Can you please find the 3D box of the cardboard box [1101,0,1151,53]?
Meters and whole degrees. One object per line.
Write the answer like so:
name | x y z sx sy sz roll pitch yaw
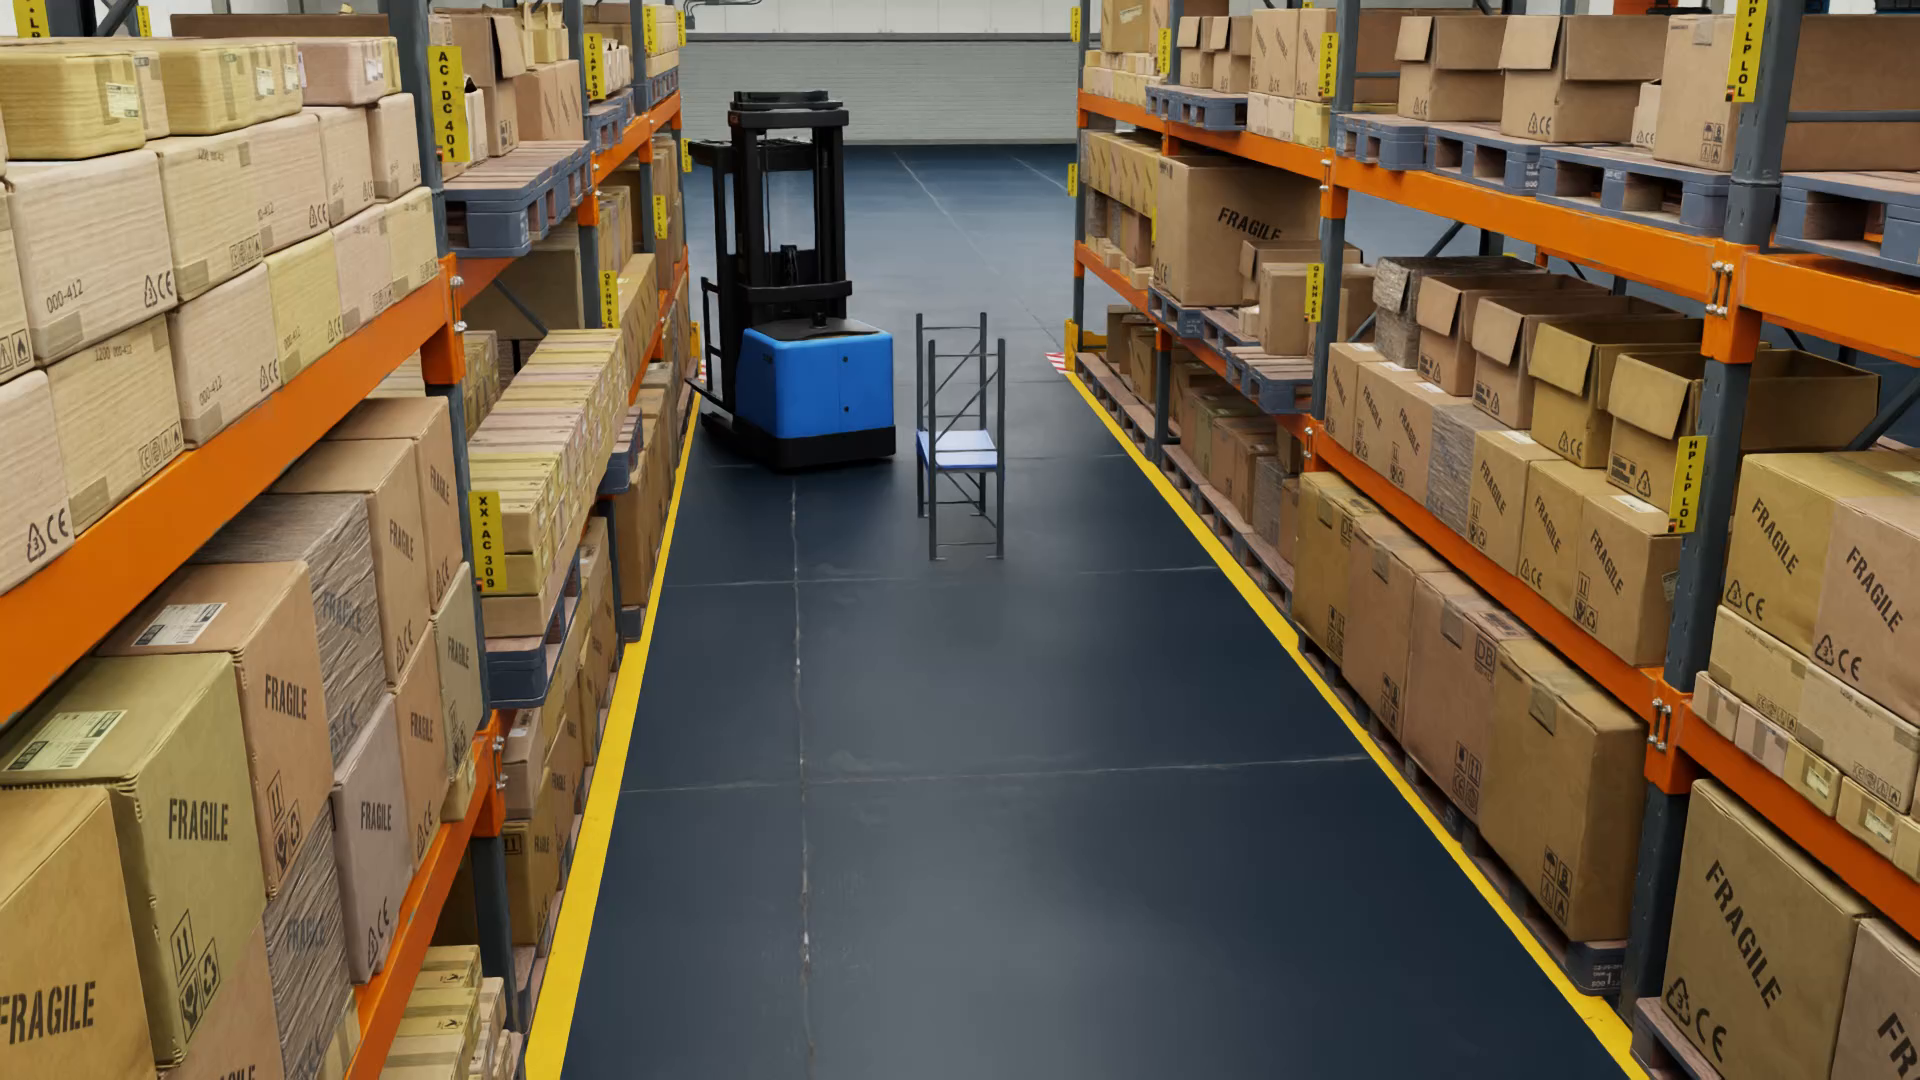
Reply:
cardboard box | 1.570 -4.670 15.039 0.500 0.500 0.500 -2 18 -6

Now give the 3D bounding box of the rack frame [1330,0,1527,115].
rack frame | 2.510 -3.740 8.567 1.000 3.000 0.127 -2 18 -6

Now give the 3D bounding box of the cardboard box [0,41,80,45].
cardboard box | -2.173 -1.023 3.671 0.380 0.149 0.250 -2 18 -7

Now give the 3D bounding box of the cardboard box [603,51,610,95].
cardboard box | -2.341 -2.734 9.753 0.500 0.250 0.500 -1 17 -4

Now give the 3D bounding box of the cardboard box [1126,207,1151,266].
cardboard box | 1.945 -2.691 14.578 0.875 0.500 0.500 -2 18 -6

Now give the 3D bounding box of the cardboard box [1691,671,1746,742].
cardboard box | 2.623 0.532 5.394 0.380 0.149 0.250 -2 18 -6

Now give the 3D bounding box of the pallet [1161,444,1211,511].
pallet | 2.180 -0.507 12.941 1.003 0.211 1.213 -2 18 -6

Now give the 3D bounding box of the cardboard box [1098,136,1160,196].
cardboard box | 1.569 -3.458 15.350 0.500 0.500 0.500 -2 18 -6

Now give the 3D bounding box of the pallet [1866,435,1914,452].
pallet | 7.144 -0.660 13.425 1.003 0.211 1.213 -2 18 -6

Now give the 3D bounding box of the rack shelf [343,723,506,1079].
rack shelf | -1.815 1.376 3.487 1.077 0.370 4.000 -2 18 -6

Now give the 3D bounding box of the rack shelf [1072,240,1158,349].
rack shelf | 1.892 -2.322 15.267 1.077 0.370 4.000 -2 18 -6

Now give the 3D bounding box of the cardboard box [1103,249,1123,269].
cardboard box | 1.536 -2.599 15.368 0.380 0.149 0.250 -2 18 -6

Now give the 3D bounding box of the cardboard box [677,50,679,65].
cardboard box | -2.887 -4.609 15.894 0.380 0.149 0.250 -2 18 -6

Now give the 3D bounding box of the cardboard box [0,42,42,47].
cardboard box | -2.126 -0.947 3.428 0.380 0.149 0.250 -2 18 -7

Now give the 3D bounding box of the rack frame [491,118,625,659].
rack frame | -2.433 -0.755 9.074 1.000 3.000 0.127 -2 18 -6

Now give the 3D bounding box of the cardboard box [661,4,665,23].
cardboard box | -2.703 -4.459 14.083 0.380 0.149 0.250 -2 18 -6

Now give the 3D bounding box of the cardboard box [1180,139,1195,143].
cardboard box | 2.138 -3.325 14.927 0.500 0.500 0.500 -2 18 -6

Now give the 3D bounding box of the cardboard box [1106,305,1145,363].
cardboard box | 1.733 -2.083 16.775 0.500 0.500 0.500 1 17 5

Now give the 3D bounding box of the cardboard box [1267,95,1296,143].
cardboard box | 2.153 -2.519 9.936 0.500 0.250 0.500 -2 18 -6

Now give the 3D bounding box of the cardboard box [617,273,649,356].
cardboard box | -2.422 -1.546 11.427 0.500 0.500 0.500 -2 17 -5

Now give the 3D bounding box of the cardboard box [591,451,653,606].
cardboard box | -2.407 -0.066 9.934 1.050 0.750 0.750 -2 18 -6

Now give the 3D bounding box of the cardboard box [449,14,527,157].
cardboard box | -2.050 -1.708 6.229 0.797 0.503 0.637 -2 18 -6

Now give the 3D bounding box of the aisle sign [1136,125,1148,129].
aisle sign | 1.977 -4.529 16.757 0.394 0.787 0.004 -2 18 -6

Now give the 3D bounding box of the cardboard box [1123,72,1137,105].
cardboard box | 1.690 -3.865 14.222 0.500 0.250 0.500 -2 18 -6

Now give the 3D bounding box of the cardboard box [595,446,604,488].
cardboard box | -1.798 -0.320 7.408 0.380 0.149 0.250 -1 17 -4

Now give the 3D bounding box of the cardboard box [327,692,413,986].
cardboard box | -1.588 0.686 3.822 0.500 0.500 0.500 -2 18 -6

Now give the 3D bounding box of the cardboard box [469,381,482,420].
cardboard box | -2.523 -0.667 8.015 0.380 0.149 0.250 -2 18 -7

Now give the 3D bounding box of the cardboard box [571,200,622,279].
cardboard box | -2.682 -2.020 11.267 0.700 0.500 0.500 -2 18 -5

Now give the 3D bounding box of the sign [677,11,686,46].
sign | -2.717 -4.967 16.136 0.100 0.325 0.005 -2 18 -6

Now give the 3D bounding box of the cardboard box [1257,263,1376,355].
cardboard box | 2.258 -1.449 10.416 0.700 0.500 0.500 1 17 3

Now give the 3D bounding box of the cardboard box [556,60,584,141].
cardboard box | -2.122 -2.071 8.092 0.500 0.500 0.500 -2 18 -6

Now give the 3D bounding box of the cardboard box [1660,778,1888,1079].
cardboard box | 2.912 1.326 5.291 0.875 0.875 0.875 -2 18 -6

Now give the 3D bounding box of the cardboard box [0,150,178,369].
cardboard box | -1.490 -0.415 2.398 0.500 0.250 0.500 -2 17 -5

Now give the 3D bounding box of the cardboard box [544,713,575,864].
cardboard box | -1.890 1.043 6.818 0.500 0.500 0.500 -1 17 -3

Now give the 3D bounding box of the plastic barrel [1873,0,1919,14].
plastic barrel | 7.293 -3.748 12.764 0.600 0.901 0.708 -2 18 -6

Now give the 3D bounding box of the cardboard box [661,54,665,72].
cardboard box | -2.679 -4.004 13.967 0.380 0.149 0.250 -2 18 -6

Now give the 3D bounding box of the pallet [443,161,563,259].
pallet | -1.979 -1.092 5.453 1.213 0.211 1.003 -2 18 -6

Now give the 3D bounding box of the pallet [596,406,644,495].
pallet | -2.254 -0.454 8.436 1.213 0.211 1.003 -2 18 -6

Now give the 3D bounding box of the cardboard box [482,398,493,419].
cardboard box | -2.561 -0.616 8.349 0.380 0.149 0.250 -1 17 -3

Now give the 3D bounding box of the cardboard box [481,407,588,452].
cardboard box | -1.738 -0.444 6.809 0.380 0.149 0.250 -1 17 -4

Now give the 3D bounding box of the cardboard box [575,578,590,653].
cardboard box | -2.002 0.377 7.687 0.500 0.250 0.500 -1 17 -4

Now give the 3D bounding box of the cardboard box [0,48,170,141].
cardboard box | -1.546 -0.727 2.727 0.380 0.149 0.250 -1 17 -4

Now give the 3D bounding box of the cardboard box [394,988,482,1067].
cardboard box | -1.660 1.486 5.002 0.380 0.149 0.250 -2 17 -5

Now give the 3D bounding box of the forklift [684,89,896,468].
forklift | -1.645 -2.368 14.326 1.130 2.935 3.031 -9 19 -26

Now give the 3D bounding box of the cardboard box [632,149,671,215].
cardboard box | -3.004 -3.127 14.578 0.875 0.550 0.500 -2 18 -6

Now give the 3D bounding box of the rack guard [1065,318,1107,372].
rack guard | 1.693 -2.046 17.360 1.175 0.500 0.348 -2 18 -6

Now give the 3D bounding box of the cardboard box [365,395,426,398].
cardboard box | -2.419 -0.510 7.017 0.380 0.149 0.250 -2 18 -6

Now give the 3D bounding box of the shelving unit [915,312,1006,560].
shelving unit | -0.009 -0.741 11.533 0.538 1.500 1.048 -2 18 -6

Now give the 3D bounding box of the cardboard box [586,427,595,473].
cardboard box | -1.767 -0.383 7.111 0.380 0.149 0.250 -2 18 -7

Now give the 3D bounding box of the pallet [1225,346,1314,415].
pallet | 2.331 -0.995 10.160 1.213 0.211 1.003 -2 18 -6

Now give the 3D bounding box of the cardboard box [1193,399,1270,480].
cardboard box | 2.170 -0.761 12.531 0.700 0.500 0.500 -2 18 -6

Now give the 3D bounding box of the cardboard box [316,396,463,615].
cardboard box | -1.703 -0.098 4.649 0.500 0.500 0.500 -2 18 -8

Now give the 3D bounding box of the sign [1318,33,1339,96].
sign | 1.971 -2.540 8.888 0.100 0.325 0.005 -2 18 -6

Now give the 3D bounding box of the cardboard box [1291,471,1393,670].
cardboard box | 2.561 0.142 9.064 1.225 0.875 0.875 -3 18 -8

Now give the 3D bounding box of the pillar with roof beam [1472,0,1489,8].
pillar with roof beam | 10.022 -15.206 45.089 9.100 9.000 0.400 -2 18 -6

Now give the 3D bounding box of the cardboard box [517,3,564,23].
cardboard box | -3.201 -3.985 12.576 0.380 0.149 0.250 -2 18 -6

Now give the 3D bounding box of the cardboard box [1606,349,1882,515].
cardboard box | 2.849 -0.403 6.110 0.797 0.503 0.637 -2 18 -7
